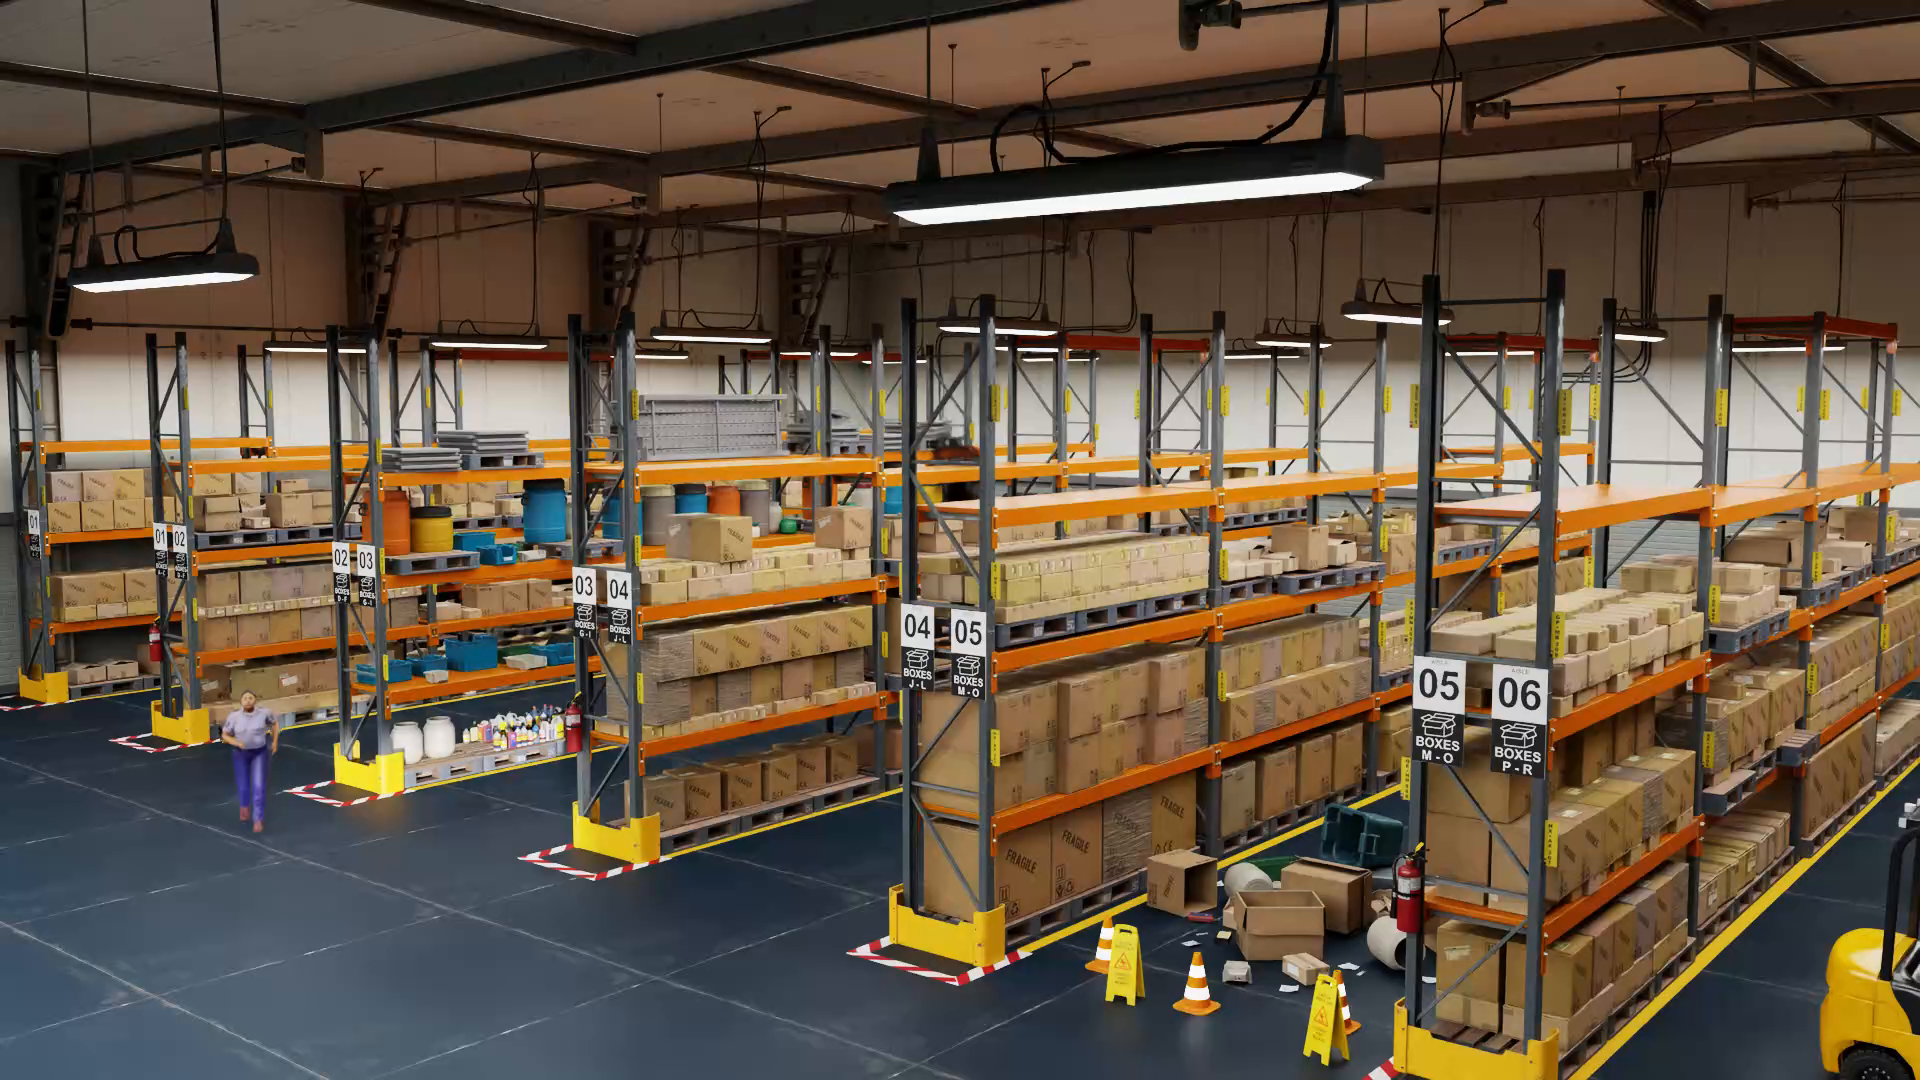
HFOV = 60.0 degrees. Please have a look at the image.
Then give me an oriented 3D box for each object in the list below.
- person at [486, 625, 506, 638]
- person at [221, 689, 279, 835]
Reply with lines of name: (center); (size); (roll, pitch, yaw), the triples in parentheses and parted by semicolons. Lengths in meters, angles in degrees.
person: (-8.627, 1.598, 31.067); (0.535, 1.548, 0.567); (4, 7, 41)
person: (-8.382, 2.591, 19.669); (0.626, 1.668, 0.825); (-2, 6, -22)
